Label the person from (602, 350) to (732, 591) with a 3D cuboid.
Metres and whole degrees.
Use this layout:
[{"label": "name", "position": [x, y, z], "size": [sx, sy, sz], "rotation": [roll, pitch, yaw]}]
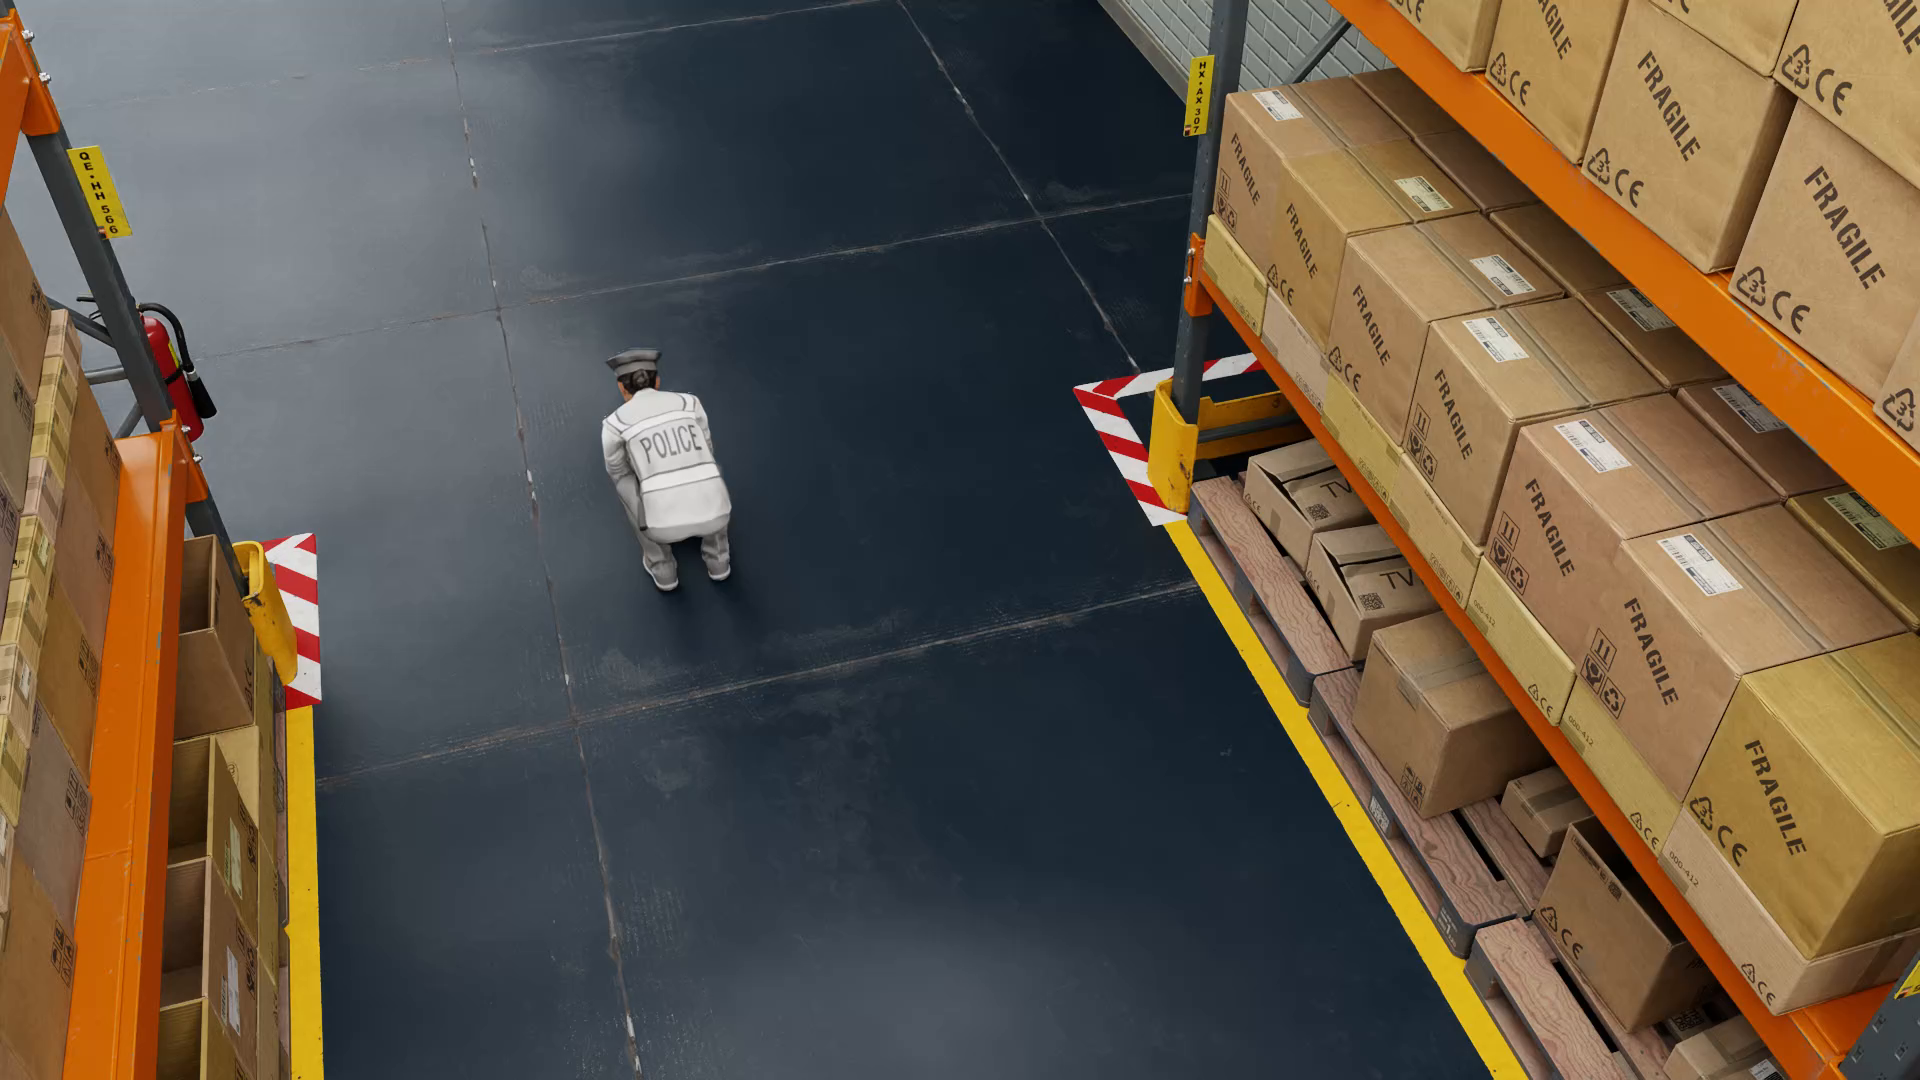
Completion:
[{"label": "person", "position": [-1.243, -0.297, 7.058], "size": [0.486, 0.898, 0.856], "rotation": [-12, 44, -13]}]
